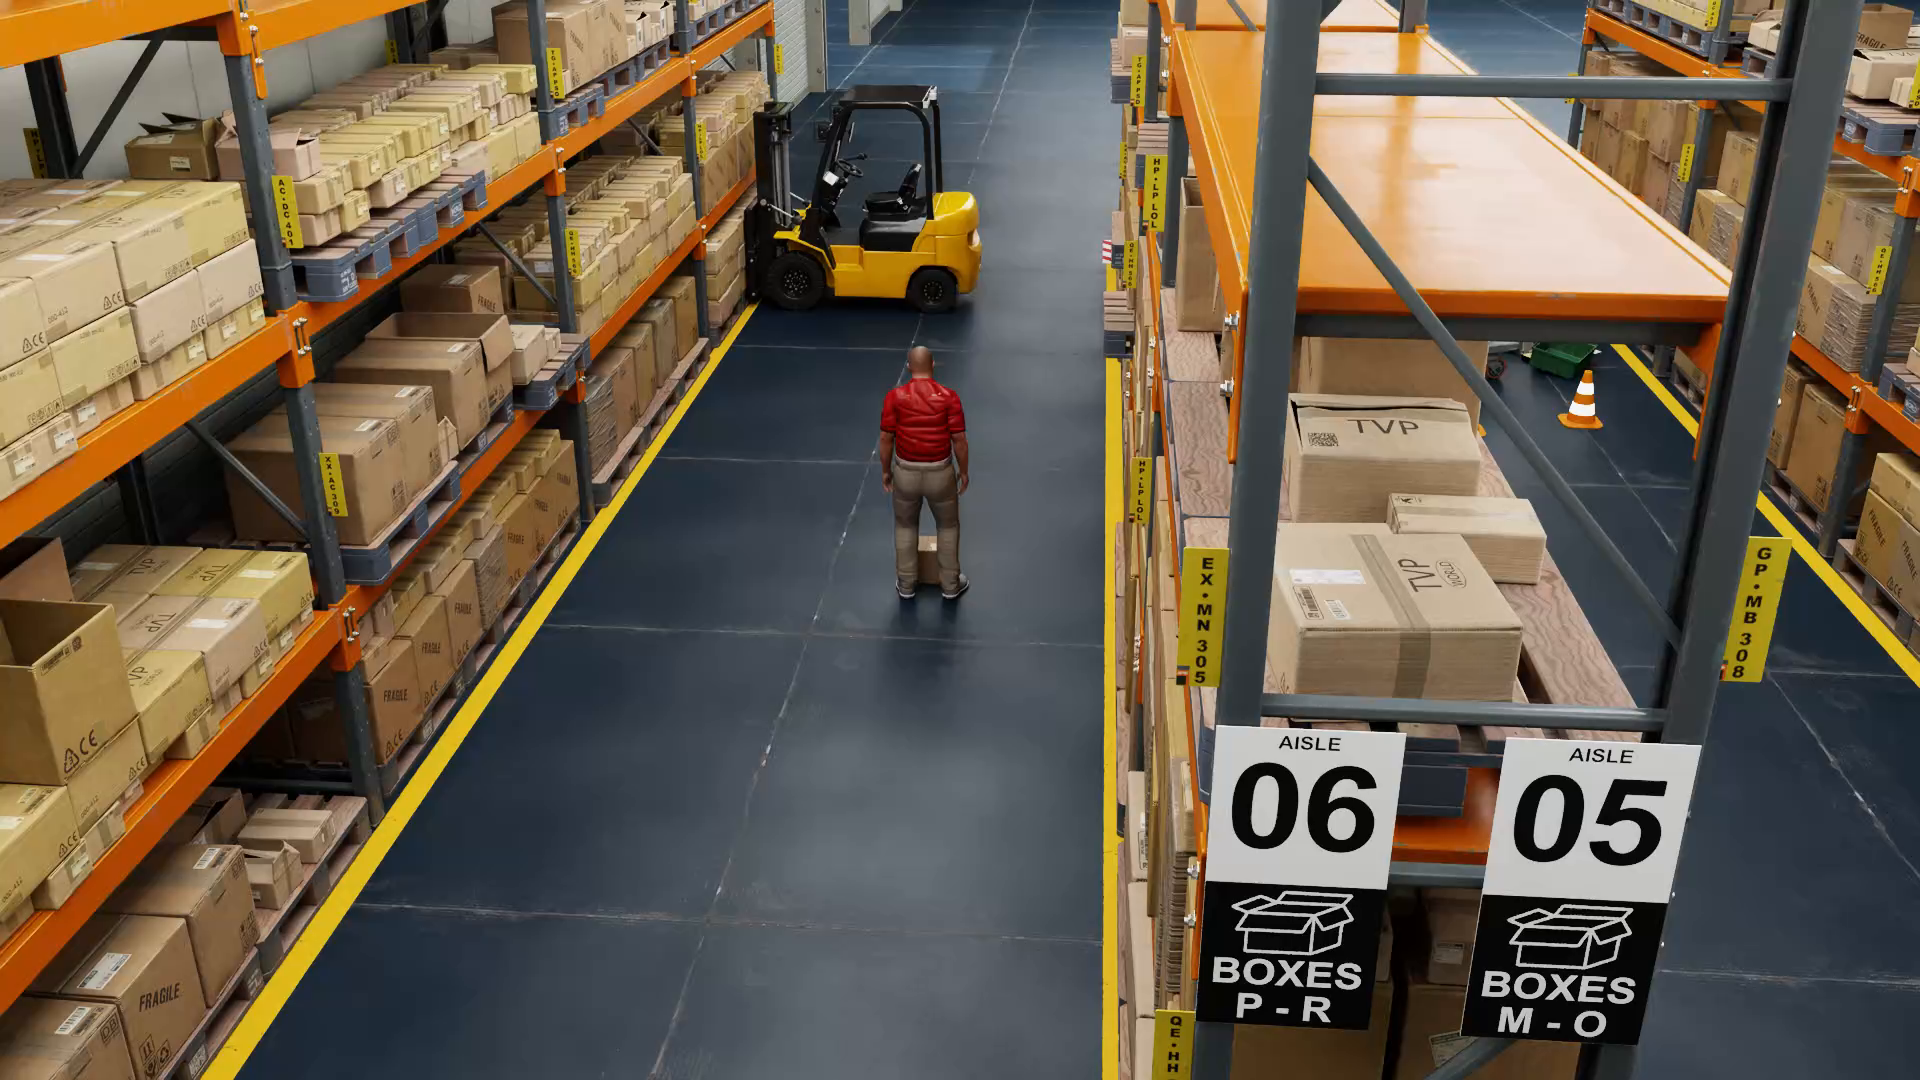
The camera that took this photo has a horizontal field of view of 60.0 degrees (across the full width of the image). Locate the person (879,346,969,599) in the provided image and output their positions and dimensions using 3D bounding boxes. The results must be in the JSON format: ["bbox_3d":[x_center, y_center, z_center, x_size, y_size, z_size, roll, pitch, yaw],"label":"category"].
[{"bbox_3d":[-0.233,-0.432,10.979,0.583,1.726,0.394,2,24,3],"label":"person"}]
